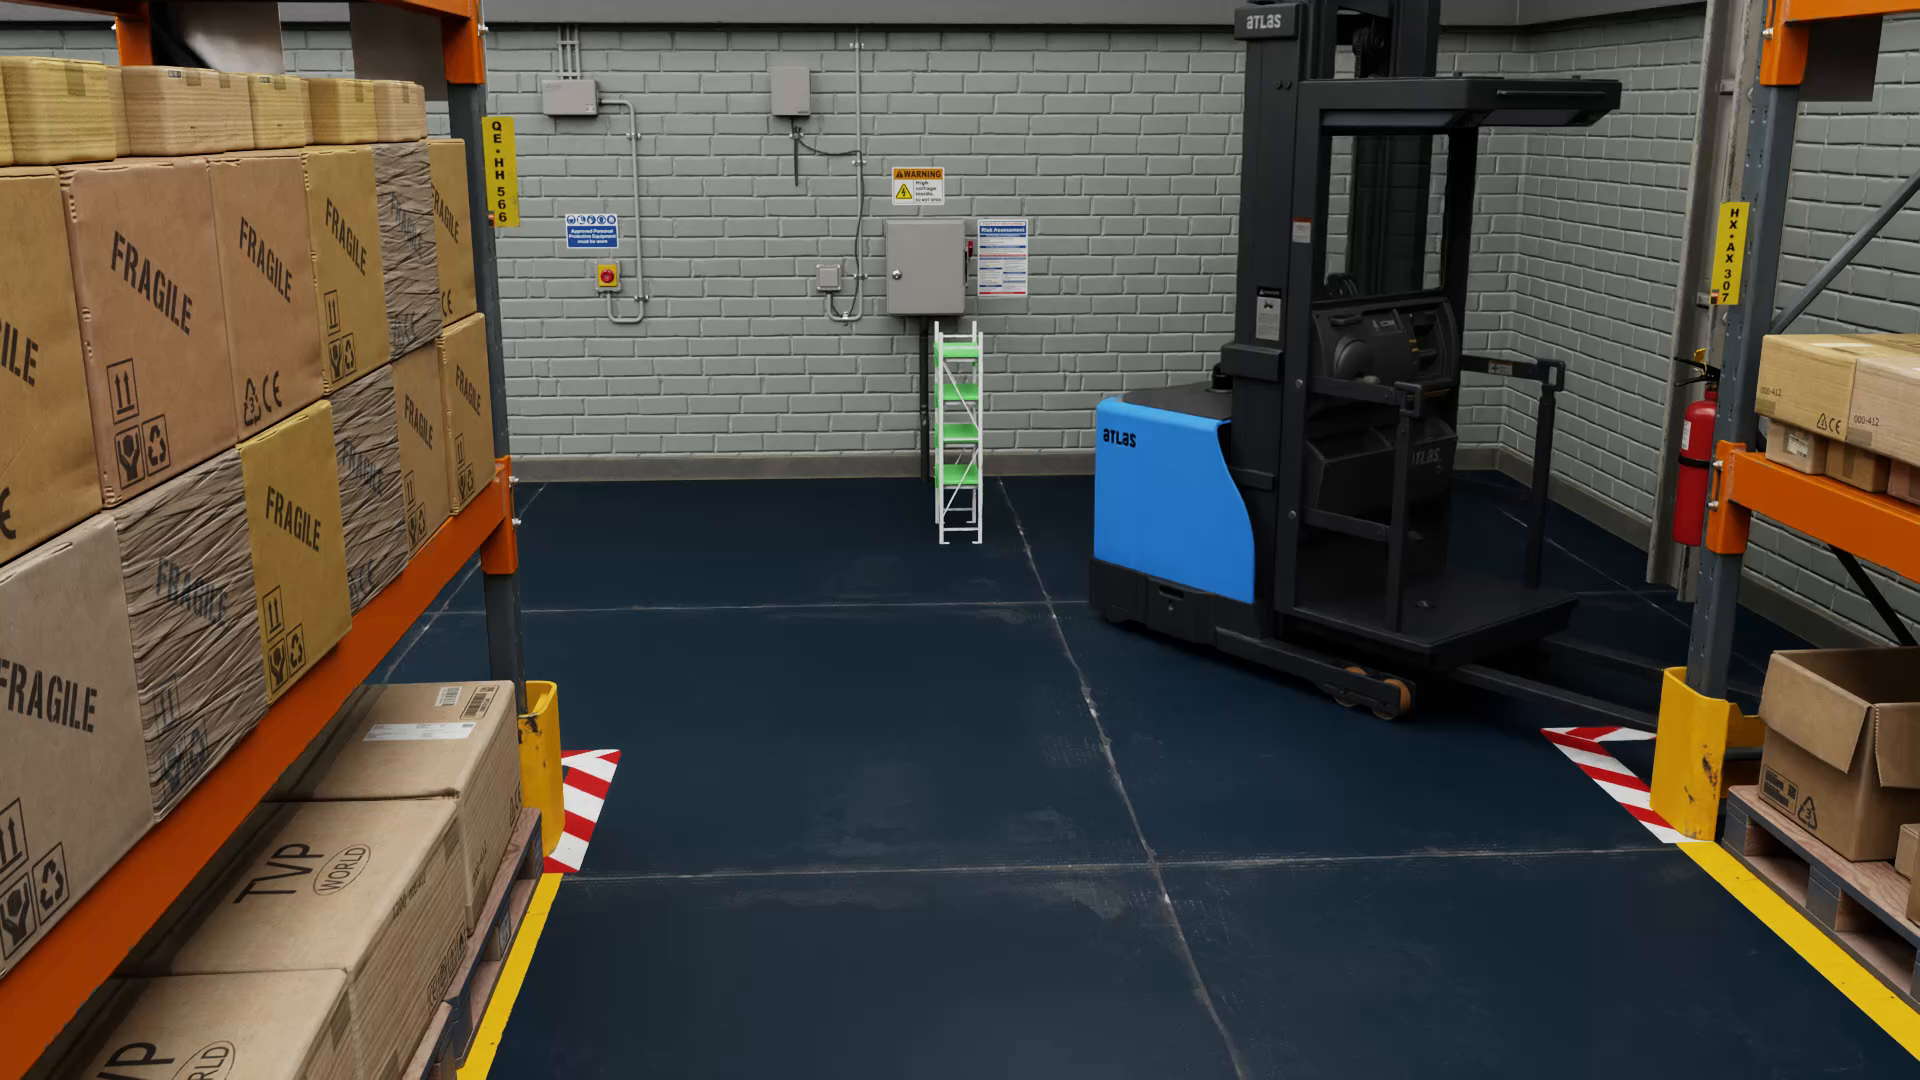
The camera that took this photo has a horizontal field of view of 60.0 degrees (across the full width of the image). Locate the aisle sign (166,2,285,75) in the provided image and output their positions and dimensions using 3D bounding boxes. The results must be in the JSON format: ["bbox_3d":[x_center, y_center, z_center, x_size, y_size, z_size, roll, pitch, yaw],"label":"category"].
[{"bbox_3d":[-2.228,-1.705,4.916,0.394,0.787,0.004,-1,14,-3],"label":"aisle sign"}]

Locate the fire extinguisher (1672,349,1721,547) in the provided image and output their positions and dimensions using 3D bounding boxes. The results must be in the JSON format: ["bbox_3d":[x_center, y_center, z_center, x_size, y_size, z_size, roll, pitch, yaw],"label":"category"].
[{"bbox_3d":[2.549,-0.321,5.659,0.296,0.674,0.183,-1,14,-3],"label":"fire extinguisher"}]

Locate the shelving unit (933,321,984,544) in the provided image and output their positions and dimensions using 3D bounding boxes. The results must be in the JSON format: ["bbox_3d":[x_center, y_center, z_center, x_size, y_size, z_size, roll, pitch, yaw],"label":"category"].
[{"bbox_3d":[-0.010,-0.622,9.537,0.258,1.200,0.503,-1,14,-3],"label":"shelving unit"}]

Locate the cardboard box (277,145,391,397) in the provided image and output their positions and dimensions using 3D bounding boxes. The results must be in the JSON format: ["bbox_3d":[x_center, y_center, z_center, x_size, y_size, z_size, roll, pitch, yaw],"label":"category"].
[{"bbox_3d":[-1.578,-0.596,3.617,0.500,0.500,0.500,-1,14,-4],"label":"cardboard box"}]

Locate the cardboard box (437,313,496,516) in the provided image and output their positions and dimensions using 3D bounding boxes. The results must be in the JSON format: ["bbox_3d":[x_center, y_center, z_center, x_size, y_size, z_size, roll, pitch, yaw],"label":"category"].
[{"bbox_3d":[-1.640,-0.365,4.724,0.500,0.500,0.500,-1,14,-3],"label":"cardboard box"}]

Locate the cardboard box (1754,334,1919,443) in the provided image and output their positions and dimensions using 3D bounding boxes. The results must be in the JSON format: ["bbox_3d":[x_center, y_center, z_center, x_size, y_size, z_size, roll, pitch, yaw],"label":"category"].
[{"bbox_3d":[2.779,-0.464,5.016,0.500,0.250,0.500,-1,14,-3],"label":"cardboard box"}]

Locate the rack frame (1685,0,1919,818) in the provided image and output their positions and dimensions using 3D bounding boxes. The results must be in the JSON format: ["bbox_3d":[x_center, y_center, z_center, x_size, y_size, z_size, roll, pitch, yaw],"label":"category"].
[{"bbox_3d":[3.019,-0.510,5.489,1.000,3.000,0.127,-1,14,-3],"label":"rack frame"}]

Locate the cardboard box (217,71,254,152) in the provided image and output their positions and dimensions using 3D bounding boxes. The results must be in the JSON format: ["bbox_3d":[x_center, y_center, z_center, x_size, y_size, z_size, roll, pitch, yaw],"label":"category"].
[{"bbox_3d":[-1.581,-0.811,3.150,0.380,0.149,0.250,0,14,-2],"label":"cardboard box"}]

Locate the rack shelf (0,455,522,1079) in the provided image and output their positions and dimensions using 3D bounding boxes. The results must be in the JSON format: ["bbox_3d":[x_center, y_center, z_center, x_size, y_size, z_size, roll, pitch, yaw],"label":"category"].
[{"bbox_3d":[-1.811,0.413,3.344,1.077,0.370,4.000,-1,14,-3],"label":"rack shelf"}]

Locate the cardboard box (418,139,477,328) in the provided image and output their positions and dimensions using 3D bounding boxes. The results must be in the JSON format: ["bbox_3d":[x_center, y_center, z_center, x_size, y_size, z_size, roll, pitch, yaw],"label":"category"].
[{"bbox_3d":[-1.667,-0.849,4.599,0.500,0.500,0.500,0,14,-2],"label":"cardboard box"}]

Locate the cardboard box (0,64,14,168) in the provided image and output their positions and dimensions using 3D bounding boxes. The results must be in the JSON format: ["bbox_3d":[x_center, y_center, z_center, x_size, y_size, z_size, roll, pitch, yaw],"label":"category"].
[{"bbox_3d":[-1.491,-0.556,2.159,0.380,0.149,0.250,-1,14,-4],"label":"cardboard box"}]

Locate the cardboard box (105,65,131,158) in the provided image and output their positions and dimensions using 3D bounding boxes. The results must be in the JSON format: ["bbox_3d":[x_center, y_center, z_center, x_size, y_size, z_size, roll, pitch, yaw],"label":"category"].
[{"bbox_3d":[-1.576,-0.684,2.655,0.380,0.149,0.250,-1,14,-4],"label":"cardboard box"}]

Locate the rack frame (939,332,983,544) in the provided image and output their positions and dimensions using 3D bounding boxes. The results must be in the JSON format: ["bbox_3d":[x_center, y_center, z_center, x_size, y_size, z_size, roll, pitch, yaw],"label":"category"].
[{"bbox_3d":[0.005,-0.562,9.301,0.240,1.200,0.015,-1,14,-3],"label":"rack frame"}]

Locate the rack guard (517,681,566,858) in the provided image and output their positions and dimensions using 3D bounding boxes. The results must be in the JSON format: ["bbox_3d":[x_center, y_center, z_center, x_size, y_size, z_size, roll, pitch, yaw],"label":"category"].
[{"bbox_3d":[-1.936,0.772,5.522,1.175,0.500,0.348,-1,14,-3],"label":"rack guard"}]

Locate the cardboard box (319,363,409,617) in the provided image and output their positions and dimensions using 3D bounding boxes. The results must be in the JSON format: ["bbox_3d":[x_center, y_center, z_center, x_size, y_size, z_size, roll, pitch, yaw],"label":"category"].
[{"bbox_3d":[-1.583,-0.112,3.742,0.500,0.500,0.500,0,14,-2],"label":"cardboard box"}]

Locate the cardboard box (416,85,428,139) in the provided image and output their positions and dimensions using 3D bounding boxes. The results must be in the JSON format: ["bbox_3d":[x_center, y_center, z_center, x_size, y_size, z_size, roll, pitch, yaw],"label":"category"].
[{"bbox_3d":[-1.712,-1.193,4.635,0.380,0.149,0.250,-1,14,-3],"label":"cardboard box"}]

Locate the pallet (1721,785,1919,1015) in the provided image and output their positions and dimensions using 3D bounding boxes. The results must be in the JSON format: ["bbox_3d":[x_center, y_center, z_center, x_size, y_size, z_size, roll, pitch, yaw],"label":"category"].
[{"bbox_3d":[3.074,1.058,4.992,1.003,0.211,1.213,-1,14,-3],"label":"pallet"}]

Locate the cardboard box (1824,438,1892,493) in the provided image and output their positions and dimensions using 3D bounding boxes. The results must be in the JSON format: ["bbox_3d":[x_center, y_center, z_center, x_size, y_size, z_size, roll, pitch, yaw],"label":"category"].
[{"bbox_3d":[2.828,-0.240,4.943,0.380,0.149,0.250,-1,14,-2],"label":"cardboard box"}]

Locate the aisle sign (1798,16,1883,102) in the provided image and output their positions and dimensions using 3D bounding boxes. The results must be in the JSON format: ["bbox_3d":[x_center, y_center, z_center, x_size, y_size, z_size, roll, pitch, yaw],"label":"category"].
[{"bbox_3d":[2.722,-1.781,5.213,0.394,0.787,0.004,-1,14,-3],"label":"aisle sign"}]

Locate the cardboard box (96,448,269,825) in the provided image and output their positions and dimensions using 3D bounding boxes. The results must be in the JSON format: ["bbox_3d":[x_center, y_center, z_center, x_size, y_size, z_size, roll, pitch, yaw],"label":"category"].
[{"bbox_3d":[-1.506,0.144,2.745,0.500,0.500,0.500,-1,14,-3],"label":"cardboard box"}]

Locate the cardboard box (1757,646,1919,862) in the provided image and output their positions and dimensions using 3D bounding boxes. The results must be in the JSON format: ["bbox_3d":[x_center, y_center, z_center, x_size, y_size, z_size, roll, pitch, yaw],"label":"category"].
[{"bbox_3d":[2.963,0.649,5.151,0.797,0.503,0.637,-1,15,-6],"label":"cardboard box"}]

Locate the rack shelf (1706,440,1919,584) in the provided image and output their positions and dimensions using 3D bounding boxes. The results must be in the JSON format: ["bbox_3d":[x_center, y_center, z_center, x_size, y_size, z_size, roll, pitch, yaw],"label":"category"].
[{"bbox_3d":[3.143,0.336,3.645,1.077,0.370,4.000,-1,14,-3],"label":"rack shelf"}]

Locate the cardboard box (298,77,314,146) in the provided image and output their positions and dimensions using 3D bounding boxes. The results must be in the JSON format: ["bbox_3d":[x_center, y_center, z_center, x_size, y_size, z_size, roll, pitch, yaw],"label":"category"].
[{"bbox_3d":[-1.653,-0.938,3.643,0.380,0.149,0.250,-1,14,-4],"label":"cardboard box"}]

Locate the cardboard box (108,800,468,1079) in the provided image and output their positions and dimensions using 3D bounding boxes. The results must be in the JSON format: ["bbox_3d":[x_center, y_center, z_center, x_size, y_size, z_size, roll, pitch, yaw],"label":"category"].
[{"bbox_3d":[-1.729,0.995,3.938,0.875,0.438,0.875,0,14,-2],"label":"cardboard box"}]

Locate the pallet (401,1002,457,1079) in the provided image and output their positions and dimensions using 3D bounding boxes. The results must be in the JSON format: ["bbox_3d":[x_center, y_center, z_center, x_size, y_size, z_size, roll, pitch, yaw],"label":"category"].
[{"bbox_3d":[-1.734,1.418,3.590,1.003,0.211,1.213,-1,14,-3],"label":"pallet"}]

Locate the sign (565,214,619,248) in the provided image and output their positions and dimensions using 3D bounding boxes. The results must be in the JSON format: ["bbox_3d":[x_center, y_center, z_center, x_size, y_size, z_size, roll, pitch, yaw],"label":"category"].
[{"bbox_3d":[-2.359,-1.980,10.659,0.327,0.218,0.001,-1,14,-3],"label":"sign"}]

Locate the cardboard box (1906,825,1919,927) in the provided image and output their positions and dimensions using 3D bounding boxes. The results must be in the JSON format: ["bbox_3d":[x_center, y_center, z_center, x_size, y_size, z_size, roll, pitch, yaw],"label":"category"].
[{"bbox_3d":[2.977,0.864,4.322,0.700,0.500,0.500,0,14,-1],"label":"cardboard box"}]

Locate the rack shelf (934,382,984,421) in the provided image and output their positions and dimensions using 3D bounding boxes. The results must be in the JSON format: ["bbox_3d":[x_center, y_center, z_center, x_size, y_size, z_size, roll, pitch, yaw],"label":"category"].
[{"bbox_3d":[-0.010,-0.793,9.493,0.258,0.148,0.480,-1,14,-3],"label":"rack shelf"}]

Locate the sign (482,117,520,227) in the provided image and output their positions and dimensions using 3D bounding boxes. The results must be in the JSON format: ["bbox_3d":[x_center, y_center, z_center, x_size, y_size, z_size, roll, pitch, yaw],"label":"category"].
[{"bbox_3d":[-1.392,-1.113,5.033,0.100,0.325,0.005,-1,14,-3],"label":"sign"}]

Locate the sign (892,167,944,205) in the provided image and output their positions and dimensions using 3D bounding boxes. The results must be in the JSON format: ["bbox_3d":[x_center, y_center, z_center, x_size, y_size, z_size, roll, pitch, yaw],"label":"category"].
[{"bbox_3d":[-0.270,-2.281,10.715,0.339,0.242,0.001,-1,14,-3],"label":"sign"}]

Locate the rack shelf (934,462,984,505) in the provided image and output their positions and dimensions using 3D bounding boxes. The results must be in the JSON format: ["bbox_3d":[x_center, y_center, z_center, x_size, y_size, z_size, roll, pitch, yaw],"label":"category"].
[{"bbox_3d":[-0.010,-0.328,9.613,0.258,0.148,0.480,-1,14,-3],"label":"rack shelf"}]

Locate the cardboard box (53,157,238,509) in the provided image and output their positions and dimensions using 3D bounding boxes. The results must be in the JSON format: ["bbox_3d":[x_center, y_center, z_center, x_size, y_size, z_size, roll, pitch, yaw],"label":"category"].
[{"bbox_3d":[-1.520,-0.346,2.643,0.500,0.500,0.500,-1,14,-2],"label":"cardboard box"}]

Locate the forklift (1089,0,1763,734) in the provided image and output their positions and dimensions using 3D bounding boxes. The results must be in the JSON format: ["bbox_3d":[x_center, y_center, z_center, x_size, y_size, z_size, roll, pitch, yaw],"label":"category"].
[{"bbox_3d":[1.945,-0.834,6.886,1.130,2.935,3.031,-12,18,-38],"label":"forklift"}]
